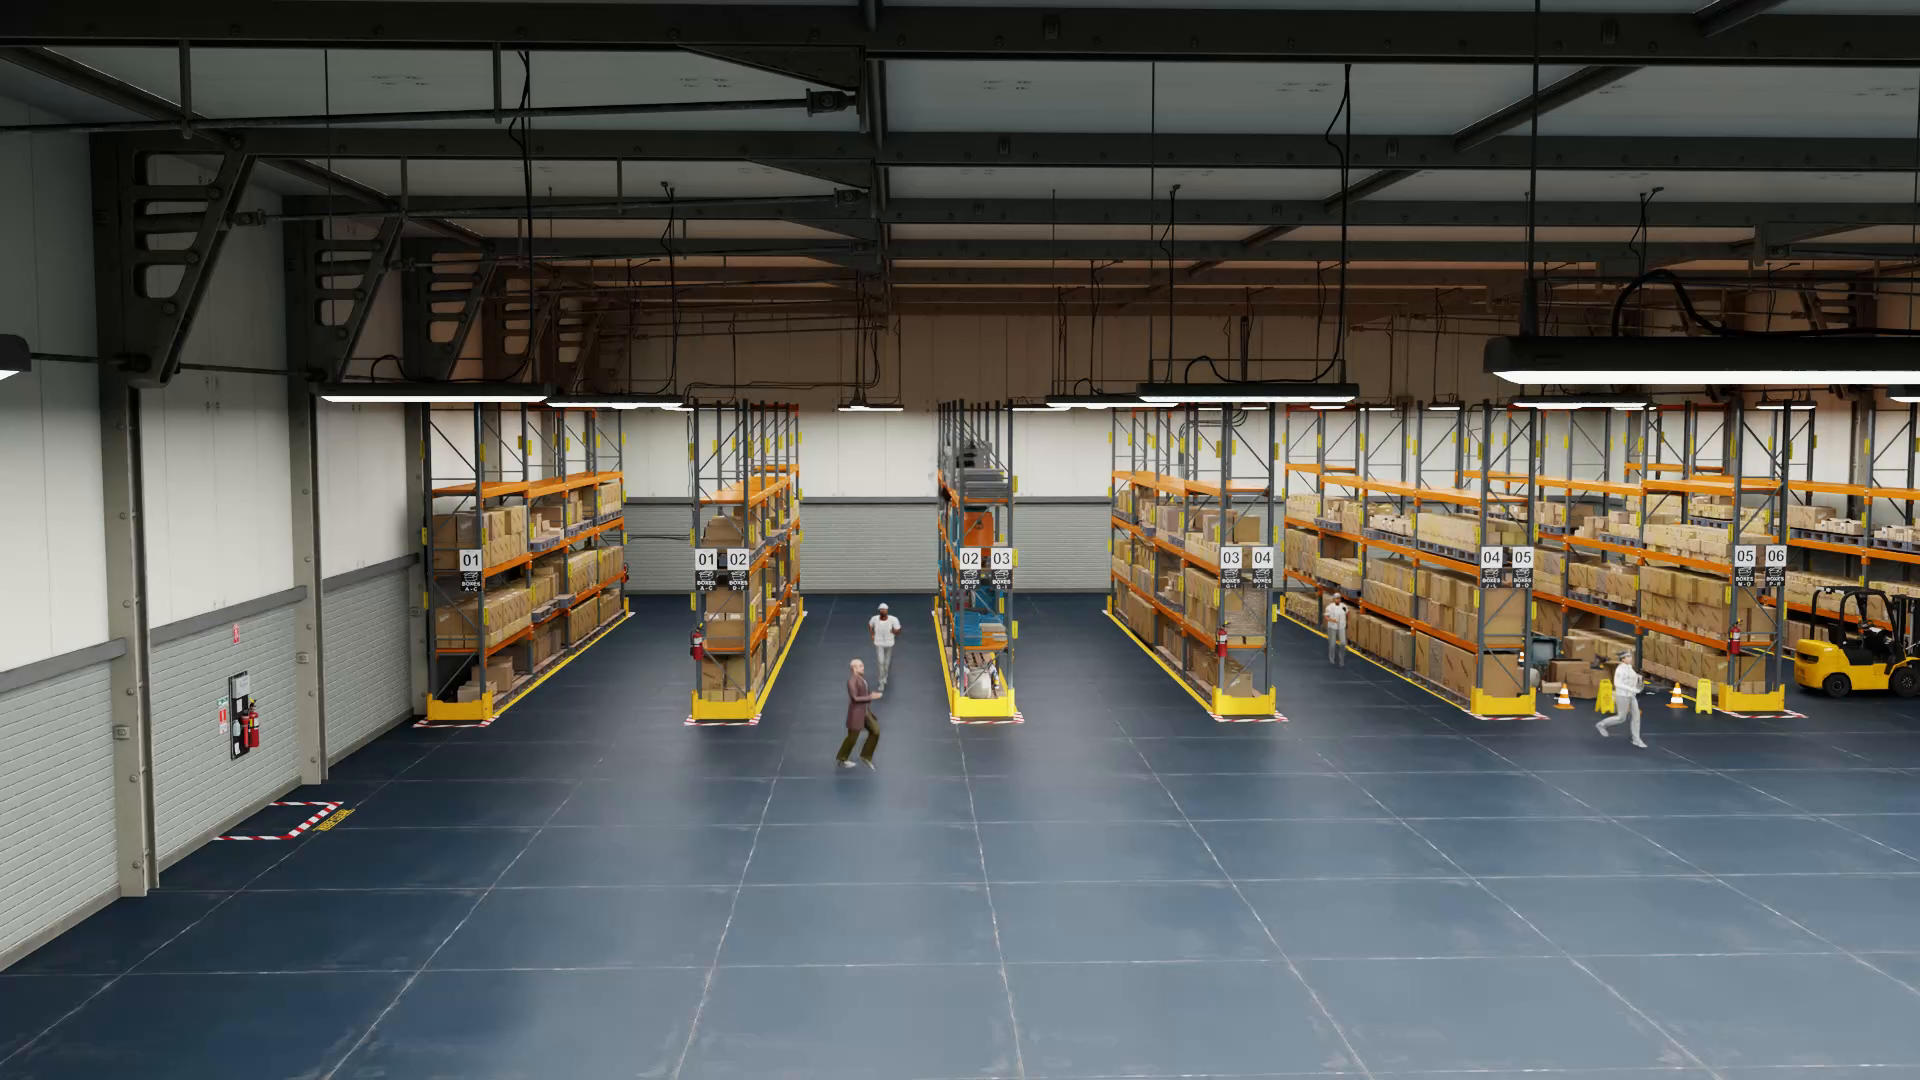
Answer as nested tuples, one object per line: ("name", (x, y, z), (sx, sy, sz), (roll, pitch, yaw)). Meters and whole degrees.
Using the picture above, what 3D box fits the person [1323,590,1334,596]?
("person", (10.854, 1.125, 49.061), (0.939, 1.708, 0.665), (-1, 4, -15))

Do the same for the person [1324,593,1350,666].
("person", (8.578, 2.054, 37.764), (0.619, 1.702, 0.691), (0, 4, 1))

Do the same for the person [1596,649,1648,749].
("person", (11.464, 2.709, 28.709), (0.628, 1.699, 0.905), (-4, 6, -43))

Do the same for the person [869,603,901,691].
("person", (-1.558, 2.221, 34.671), (0.664, 1.832, 0.783), (0, 4, -6))

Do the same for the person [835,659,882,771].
("person", (-1.620, 2.820, 26.648), (0.810, 1.834, 0.672), (2, 5, 22))
